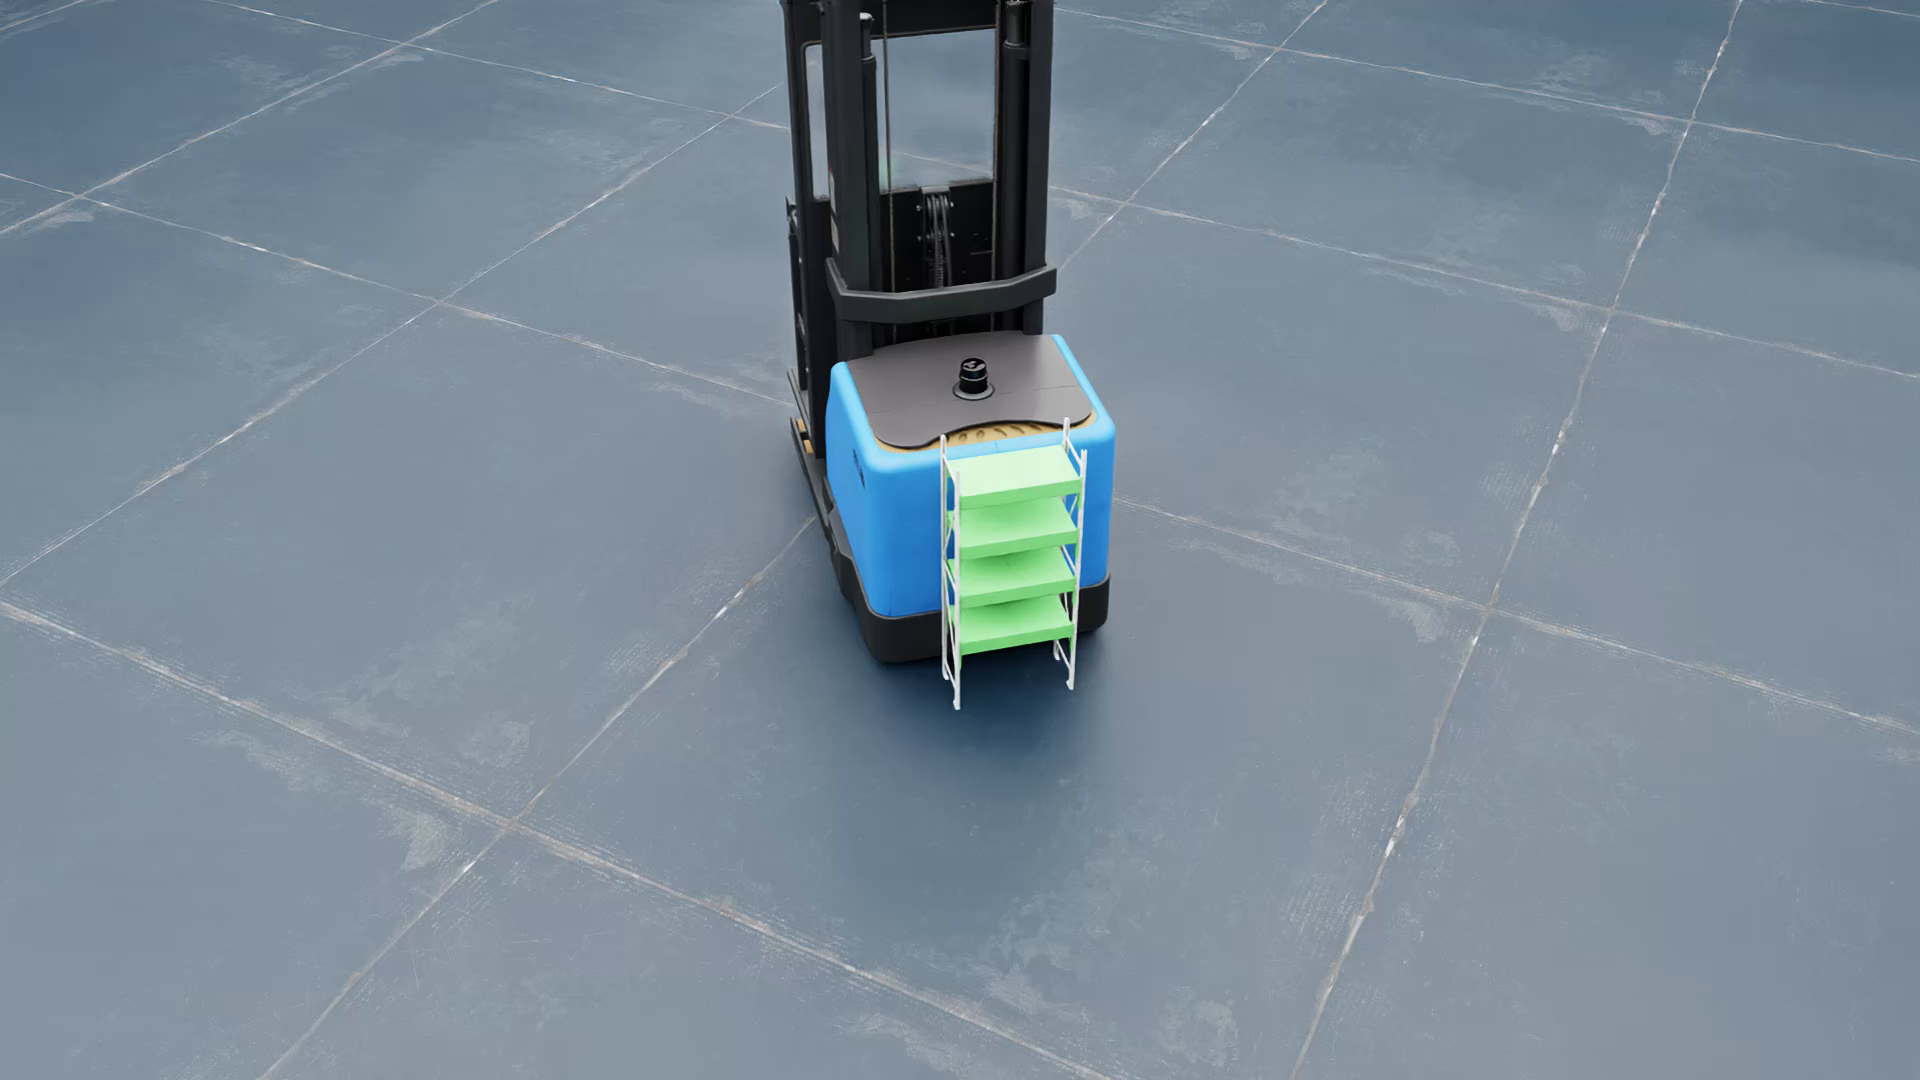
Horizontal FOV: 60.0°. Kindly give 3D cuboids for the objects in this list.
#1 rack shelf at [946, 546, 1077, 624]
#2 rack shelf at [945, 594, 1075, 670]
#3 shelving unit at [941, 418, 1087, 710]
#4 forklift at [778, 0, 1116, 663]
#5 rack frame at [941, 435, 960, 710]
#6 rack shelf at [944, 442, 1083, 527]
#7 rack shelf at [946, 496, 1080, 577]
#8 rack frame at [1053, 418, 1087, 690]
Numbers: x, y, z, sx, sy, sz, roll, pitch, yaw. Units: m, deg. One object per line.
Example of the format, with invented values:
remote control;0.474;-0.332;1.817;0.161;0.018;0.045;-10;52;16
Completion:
rack shelf;0.199;0.166;6.643;0.480;0.148;0.258;-9;38;-11
rack shelf;0.199;0.357;6.789;0.480;0.148;0.258;-9;38;-11
shelving unit;0.199;0.115;6.604;0.503;1.200;0.258;-9;38;-11
forklift;-0.222;-1.547;7.364;1.130;2.935;3.031;-9;38;-11
rack frame;-0.037;0.152;6.556;0.015;1.200;0.240;-9;38;-11
rack shelf;0.200;-0.215;6.351;0.480;0.148;0.258;-9;38;-11
rack shelf;0.200;-0.024;6.497;0.480;0.148;0.258;-9;38;-11
rack frame;0.436;0.079;6.652;0.015;1.200;0.240;-9;38;-11
